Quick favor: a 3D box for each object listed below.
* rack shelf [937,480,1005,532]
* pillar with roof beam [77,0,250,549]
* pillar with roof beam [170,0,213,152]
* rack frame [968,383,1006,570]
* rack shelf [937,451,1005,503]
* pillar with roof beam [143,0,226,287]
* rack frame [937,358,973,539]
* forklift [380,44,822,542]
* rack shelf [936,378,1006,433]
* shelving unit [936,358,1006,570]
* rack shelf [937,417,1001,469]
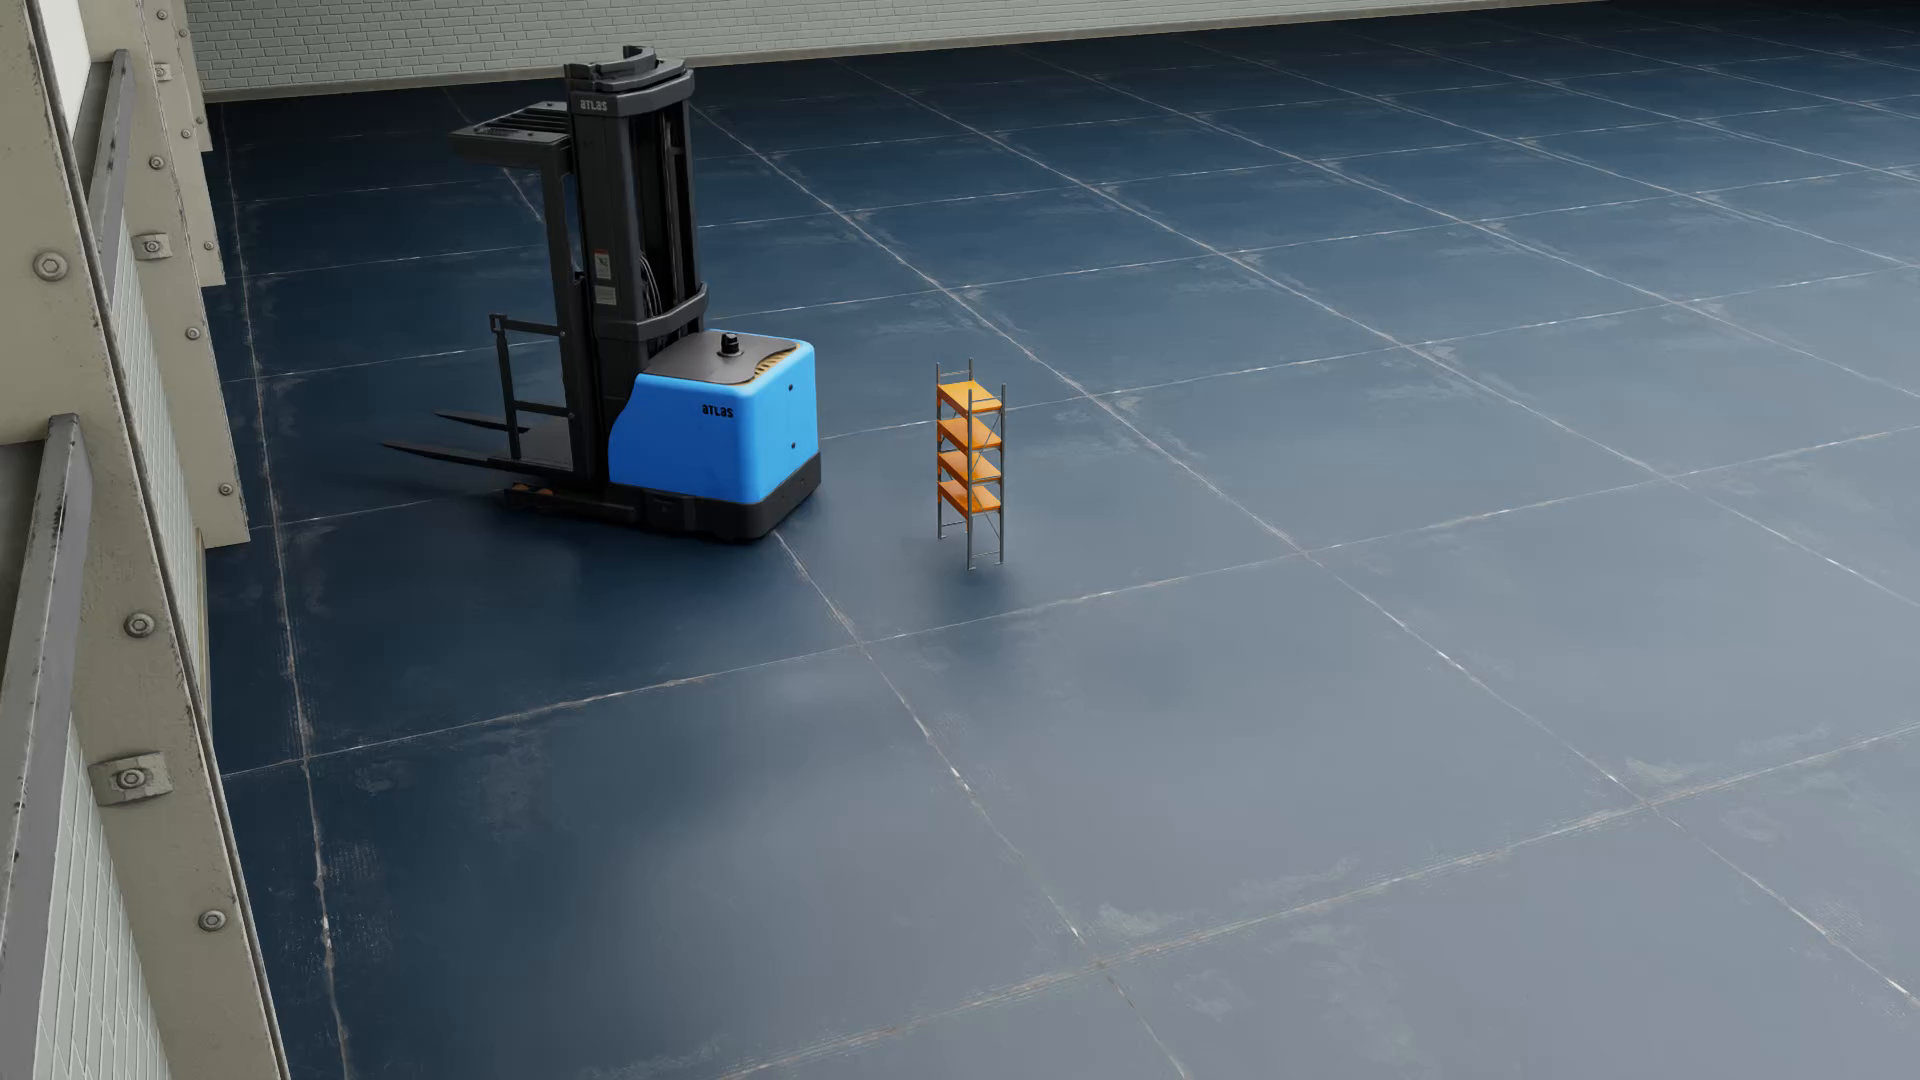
[{"bbox_3d":[0.065,-0.233,10.467,0.258,0.148,0.480,-11,28,-21],"label":"rack shelf"},{"bbox_3d":[-0.839,-4.828,10.382,9.100,9.000,0.400,-11,28,-21],"label":"pillar with roof beam"},{"bbox_3d":[-5.538,-9.672,20.304,9.100,9.000,0.400,-11,28,-21],"label":"pillar with roof beam"},{"bbox_3d":[0.160,-0.374,10.148,0.240,1.200,0.015,-11,28,-21],"label":"rack frame"},{"bbox_3d":[0.065,-0.412,10.379,0.258,0.148,0.480,-11,28,-21],"label":"rack shelf"},{"bbox_3d":[-3.188,-7.250,15.343,9.100,9.000,0.400,-11,28,-21],"label":"pillar with roof beam"},{"bbox_3d":[-0.031,-0.571,10.552,0.240,1.200,0.015,-11,28,-21],"label":"rack frame"},{"bbox_3d":[-2.520,-1.696,10.882,3.031,2.935,1.130,9,28,18],"label":"forklift"},{"bbox_3d":[0.065,-0.825,10.177,0.258,0.148,0.480,-11,28,-21],"label":"rack shelf"},{"bbox_3d":[0.065,-0.472,10.350,0.258,1.200,0.503,-11,28,-21],"label":"shelving unit"},{"bbox_3d":[0.065,-0.613,10.281,0.258,0.148,0.480,-11,28,-21],"label":"rack shelf"}]
